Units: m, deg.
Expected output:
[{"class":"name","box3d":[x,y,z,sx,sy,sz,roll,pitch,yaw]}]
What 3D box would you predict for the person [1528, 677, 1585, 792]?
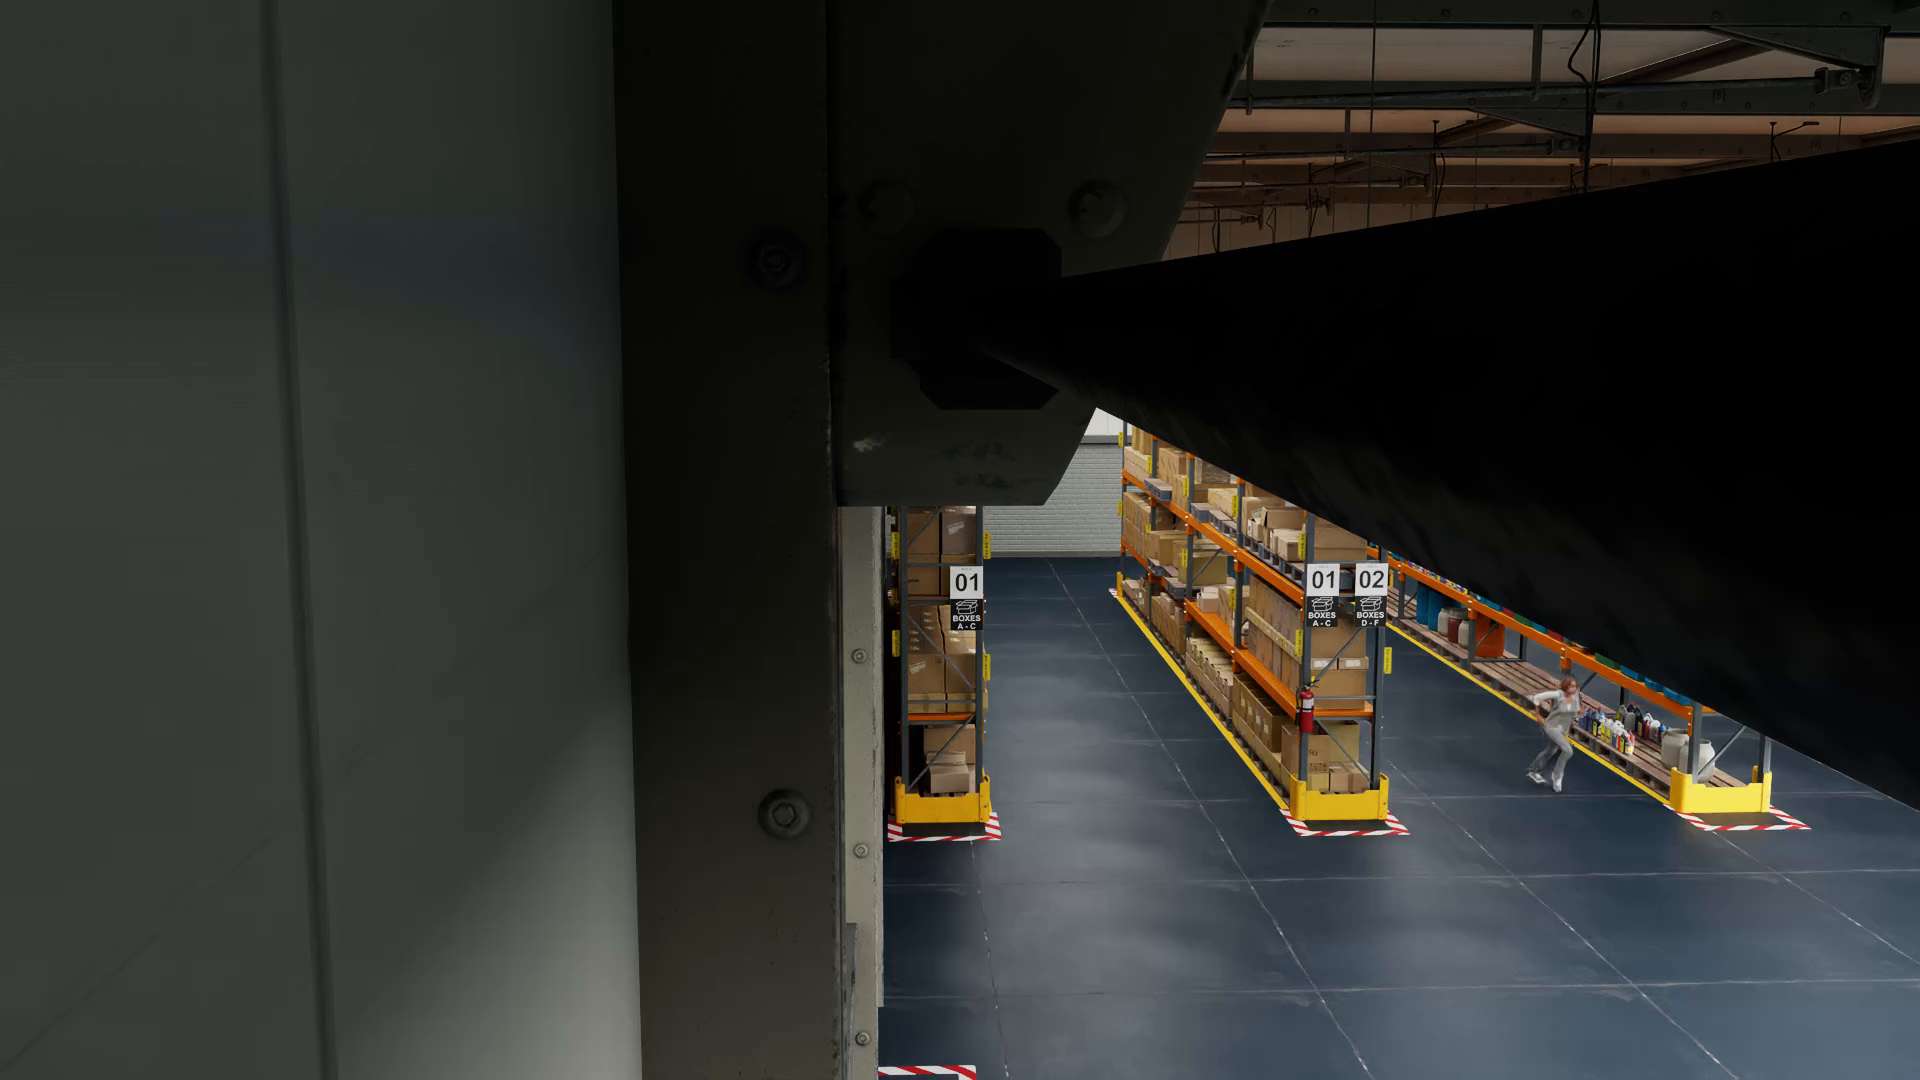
[{"class":"person","box3d":[7.791,2.506,21.753,0.528,1.544,0.848,-4,9,-28]}]
